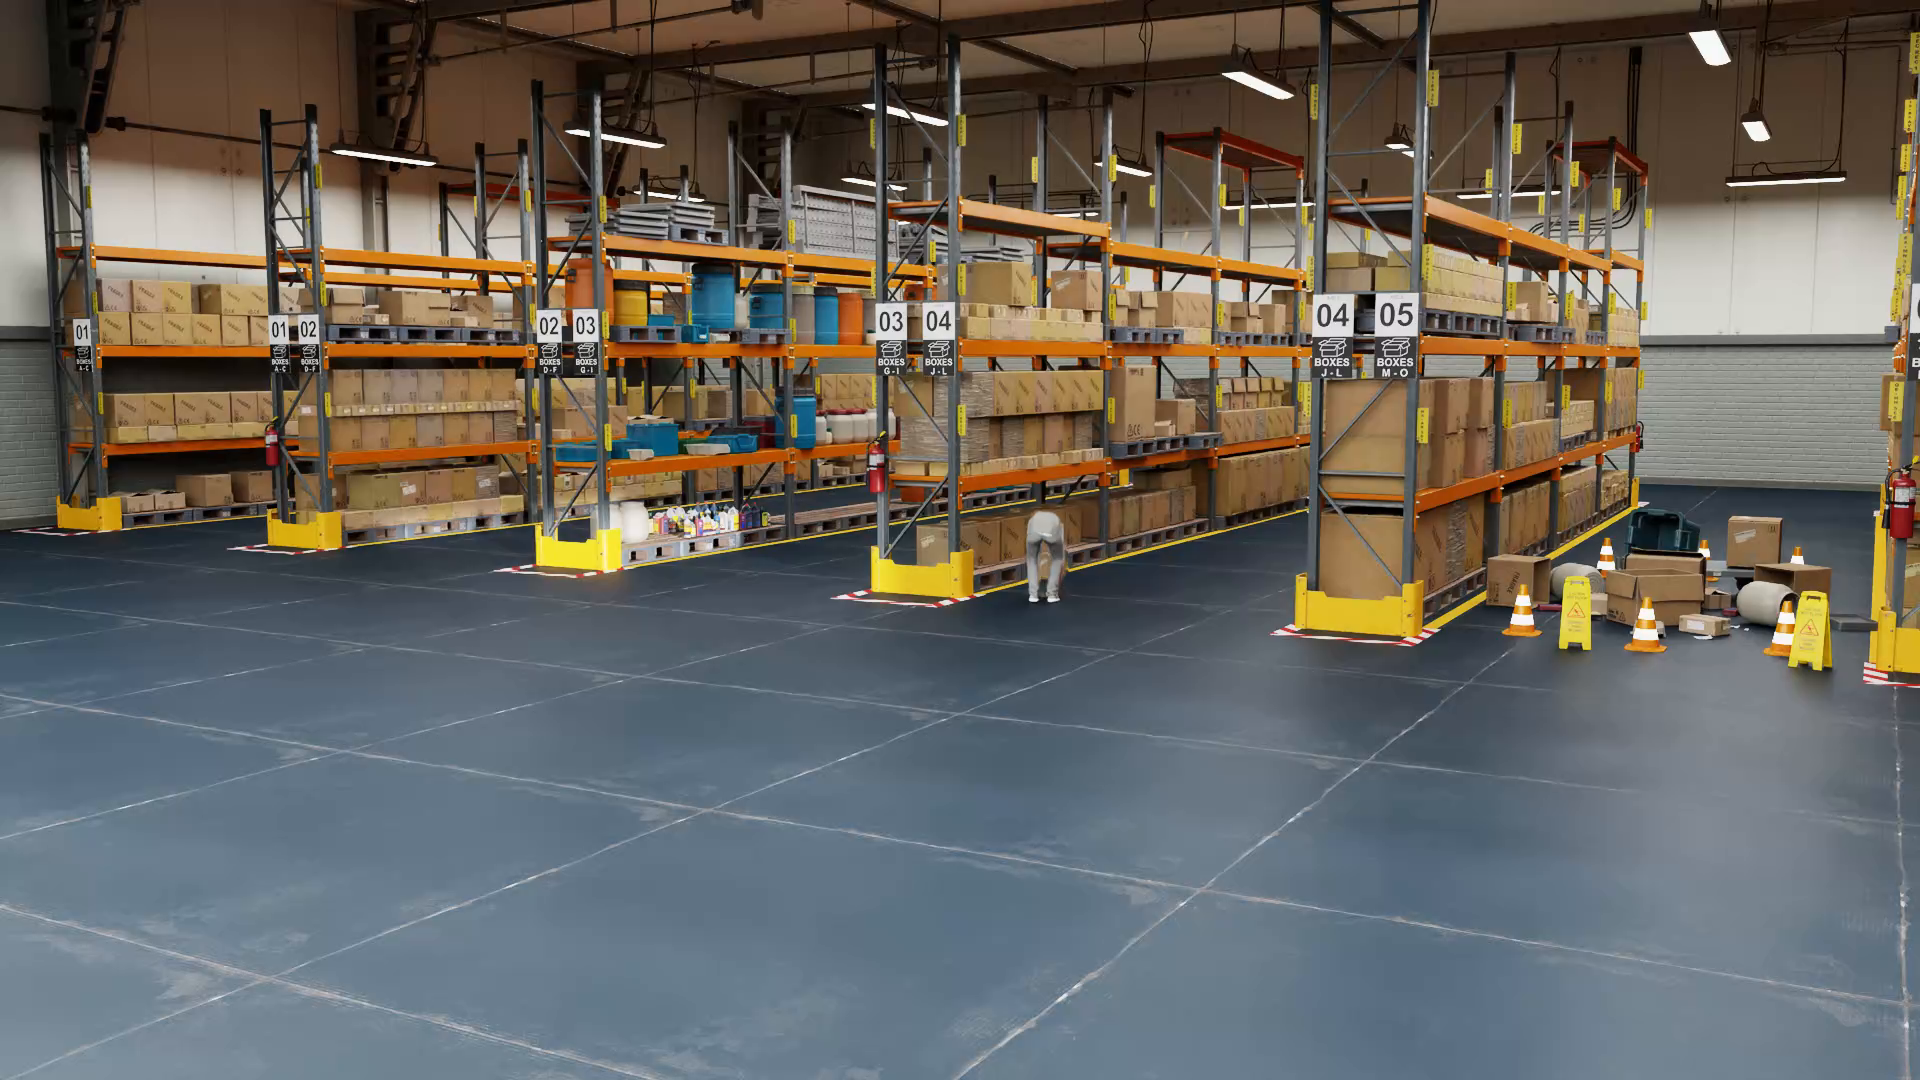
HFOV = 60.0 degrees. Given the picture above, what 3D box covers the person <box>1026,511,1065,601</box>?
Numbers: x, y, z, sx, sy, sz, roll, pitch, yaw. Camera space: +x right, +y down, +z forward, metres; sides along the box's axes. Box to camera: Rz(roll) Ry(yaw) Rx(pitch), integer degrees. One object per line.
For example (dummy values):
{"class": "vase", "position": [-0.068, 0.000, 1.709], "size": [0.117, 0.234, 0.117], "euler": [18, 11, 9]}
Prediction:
{"class": "person", "position": [0.936, 0.159, 17.978], "size": [0.398, 0.979, 0.871], "euler": [1, 6, 10]}
